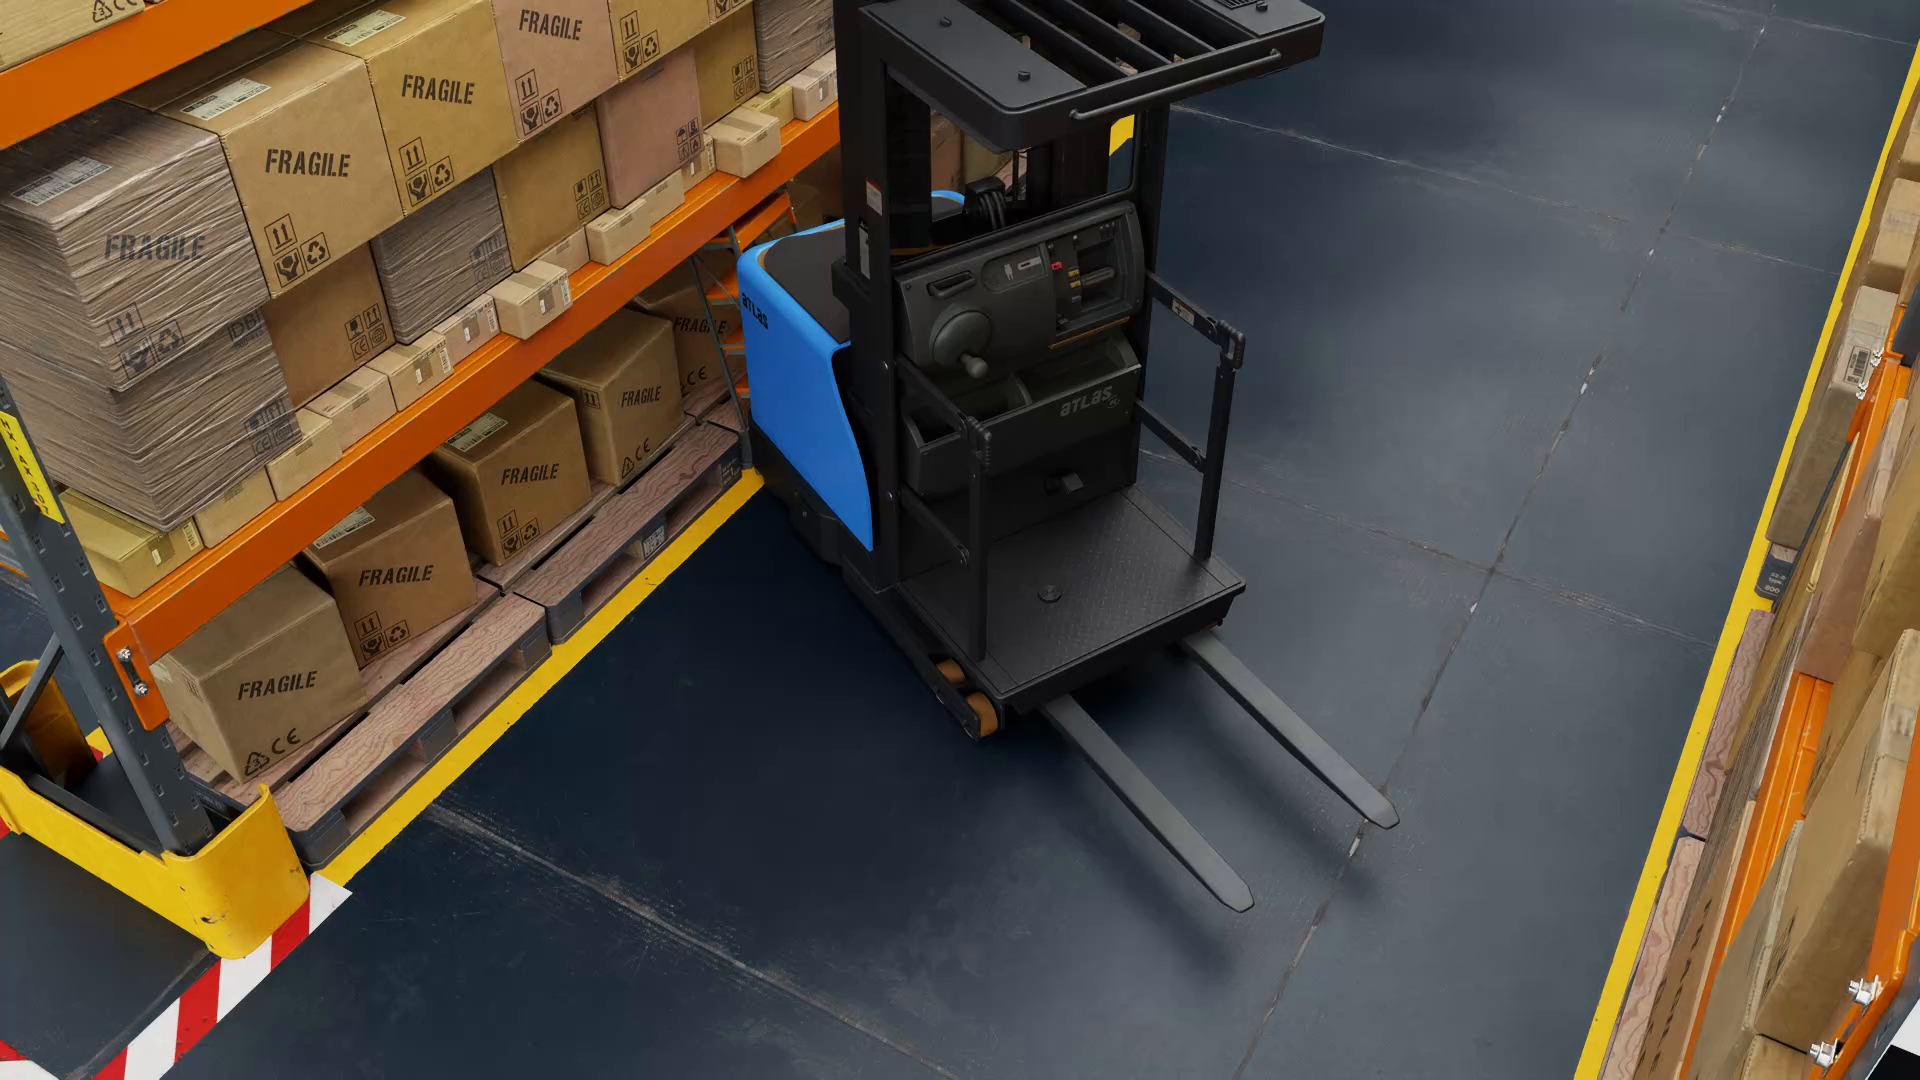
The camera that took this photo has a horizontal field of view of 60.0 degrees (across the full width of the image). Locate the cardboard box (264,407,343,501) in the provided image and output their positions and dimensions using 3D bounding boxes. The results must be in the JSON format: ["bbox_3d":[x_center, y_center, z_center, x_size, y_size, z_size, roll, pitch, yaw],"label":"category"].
[{"bbox_3d":[-2.101,-0.298,5.009,0.380,0.149,0.250,21,45,22],"label":"cardboard box"}]

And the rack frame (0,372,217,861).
[{"bbox_3d":[-2.730,-0.033,4.518,1.000,3.000,0.127,21,45,22],"label":"rack frame"}]

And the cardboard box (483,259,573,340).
[{"bbox_3d":[-1.547,-0.850,5.635,0.380,0.149,0.250,21,45,22],"label":"cardboard box"}]

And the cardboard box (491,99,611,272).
[{"bbox_3d":[-1.737,-1.368,5.733,0.875,0.500,0.500,21,45,22],"label":"cardboard box"}]

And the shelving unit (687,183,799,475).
[{"bbox_3d":[-0.803,-0.919,6.917,0.258,1.200,0.503,0,32,23],"label":"shelving unit"}]

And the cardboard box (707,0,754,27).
[{"bbox_3d":[-0.965,-2.212,5.934,0.500,0.500,0.500,21,45,22],"label":"cardboard box"}]

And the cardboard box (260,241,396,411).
[{"bbox_3d":[-2.285,-0.814,5.104,0.875,0.500,0.500,21,45,22],"label":"cardboard box"}]

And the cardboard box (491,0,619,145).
[{"bbox_3d":[-1.469,-1.641,5.286,0.500,0.500,0.500,21,45,22],"label":"cardboard box"}]

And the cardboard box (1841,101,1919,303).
[{"bbox_3d":[4.700,-1.406,7.462,1.050,0.750,0.750,22,46,23],"label":"cardboard box"}]

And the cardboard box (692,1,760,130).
[{"bbox_3d":[-1.288,-1.960,6.405,0.875,0.500,0.500,21,45,22],"label":"cardboard box"}]

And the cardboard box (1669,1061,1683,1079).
[{"bbox_3d":[1.796,1.895,3.619,0.875,0.875,0.875,21,46,22],"label":"cardboard box"}]

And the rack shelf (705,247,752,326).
[{"bbox_3d":[-0.837,-1.051,6.840,0.258,0.148,0.480,0,32,23],"label":"rack shelf"}]

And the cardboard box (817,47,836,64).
[{"bbox_3d":[-0.582,-2.008,6.950,0.380,0.149,0.250,21,45,22],"label":"cardboard box"}]

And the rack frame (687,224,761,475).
[{"bbox_3d":[-0.883,-0.788,6.728,0.240,1.200,0.015,0,32,23],"label":"rack frame"}]

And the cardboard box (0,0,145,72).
[{"bbox_3d":[-2.265,-1.293,3.792,0.500,0.250,0.500,22,46,23],"label":"cardboard box"}]

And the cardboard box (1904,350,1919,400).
[{"bbox_3d":[3.341,-0.465,4.895,0.875,0.550,0.550,21,45,22],"label":"cardboard box"}]

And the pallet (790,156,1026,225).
[{"bbox_3d":[-0.340,-1.722,8.545,1.003,0.211,1.213,21,45,22],"label":"pallet"}]

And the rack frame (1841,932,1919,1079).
[{"bbox_3d":[1.511,1.664,2.591,0.949,2.616,0.053,21,45,22],"label":"rack frame"}]

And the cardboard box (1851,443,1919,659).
[{"bbox_3d":[2.478,0.037,3.508,0.875,0.550,0.500,21,45,22],"label":"cardboard box"}]

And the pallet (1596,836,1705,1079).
[{"bbox_3d":[2.457,1.533,4.850,1.003,0.211,1.213,21,45,22],"label":"pallet"}]

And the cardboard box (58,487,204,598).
[{"bbox_3d":[-2.381,-0.023,4.697,0.380,0.149,0.250,21,45,22],"label":"cardboard box"}]

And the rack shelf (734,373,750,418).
[{"bbox_3d":[-0.745,-0.695,7.048,0.258,0.148,0.480,0,32,23],"label":"rack shelf"}]

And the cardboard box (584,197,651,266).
[{"bbox_3d":[-1.345,-1.154,5.981,0.380,0.149,0.250,21,45,22],"label":"cardboard box"}]

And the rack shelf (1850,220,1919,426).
[{"bbox_3d":[4.516,-1.498,6.726,1.077,0.370,4.000,21,45,22],"label":"rack shelf"}]

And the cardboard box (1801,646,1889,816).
[{"bbox_3d":[2.535,0.463,3.841,0.875,0.550,0.500,21,45,22],"label":"cardboard box"}]

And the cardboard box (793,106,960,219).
[{"bbox_3d":[-0.403,-1.893,8.189,0.700,0.500,0.500,18,44,19],"label":"cardboard box"}]

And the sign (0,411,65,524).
[{"bbox_3d":[-2.260,-0.179,4.029,0.100,0.325,0.005,21,45,22],"label":"sign"}]

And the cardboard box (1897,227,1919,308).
[{"bbox_3d":[3.545,-1.049,5.595,0.500,0.500,0.500,21,45,22],"label":"cardboard box"}]

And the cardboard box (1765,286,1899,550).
[{"bbox_3d":[3.748,-0.322,6.231,1.050,0.750,0.750,21,45,22],"label":"cardboard box"}]

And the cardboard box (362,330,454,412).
[{"bbox_3d":[-1.863,-0.589,5.339,0.380,0.149,0.250,21,45,22],"label":"cardboard box"}]

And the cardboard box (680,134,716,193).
[{"bbox_3d":[-1.160,-1.465,6.334,0.380,0.149,0.250,21,45,22],"label":"cardboard box"}]

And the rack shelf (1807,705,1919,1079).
[{"bbox_3d":[2.514,-0.335,3.136,1.077,0.370,4.000,21,45,22],"label":"rack shelf"}]

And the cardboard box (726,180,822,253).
[{"bbox_3d":[-0.963,-1.326,7.560,0.500,0.500,0.500,20,45,21],"label":"cardboard box"}]

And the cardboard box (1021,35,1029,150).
[{"bbox_3d":[0.132,-2.480,8.855,0.700,0.500,0.500,17,44,19],"label":"cardboard box"}]

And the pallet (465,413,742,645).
[{"bbox_3d":[-1.644,-0.179,6.793,1.003,0.211,1.213,21,45,22],"label":"pallet"}]

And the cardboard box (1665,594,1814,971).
[{"bbox_3d":[2.692,0.870,4.783,0.875,0.875,0.875,21,46,22],"label":"cardboard box"}]

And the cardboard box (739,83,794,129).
[{"bbox_3d":[-0.892,-1.745,6.652,0.380,0.149,0.250,21,45,22],"label":"cardboard box"}]

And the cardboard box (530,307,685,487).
[{"bbox_3d":[-1.486,-0.615,6.752,0.500,0.500,0.500,17,44,18],"label":"cardboard box"}]

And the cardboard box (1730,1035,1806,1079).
[{"bbox_3d":[1.660,1.381,2.798,0.875,0.550,0.550,21,45,22],"label":"cardboard box"}]

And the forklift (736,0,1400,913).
[{"bbox_3d":[0.335,-0.750,5.383,1.130,2.935,3.031,-23,46,-24],"label":"forklift"}]

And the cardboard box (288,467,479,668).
[{"bbox_3d":[-2.134,0.042,6.006,0.500,0.500,0.500,-33,51,-32],"label":"cardboard box"}]

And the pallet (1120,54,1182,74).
[{"bbox_3d":[0.881,-3.118,10.131,1.003,0.211,1.213,21,45,22],"label":"pallet"}]

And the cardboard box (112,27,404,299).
[{"bbox_3d":[-1.963,-1.066,4.634,0.500,0.500,0.500,21,45,22],"label":"cardboard box"}]

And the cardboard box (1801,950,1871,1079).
[{"bbox_3d":[1.733,1.004,2.410,0.875,0.550,0.550,21,45,22],"label":"cardboard box"}]
